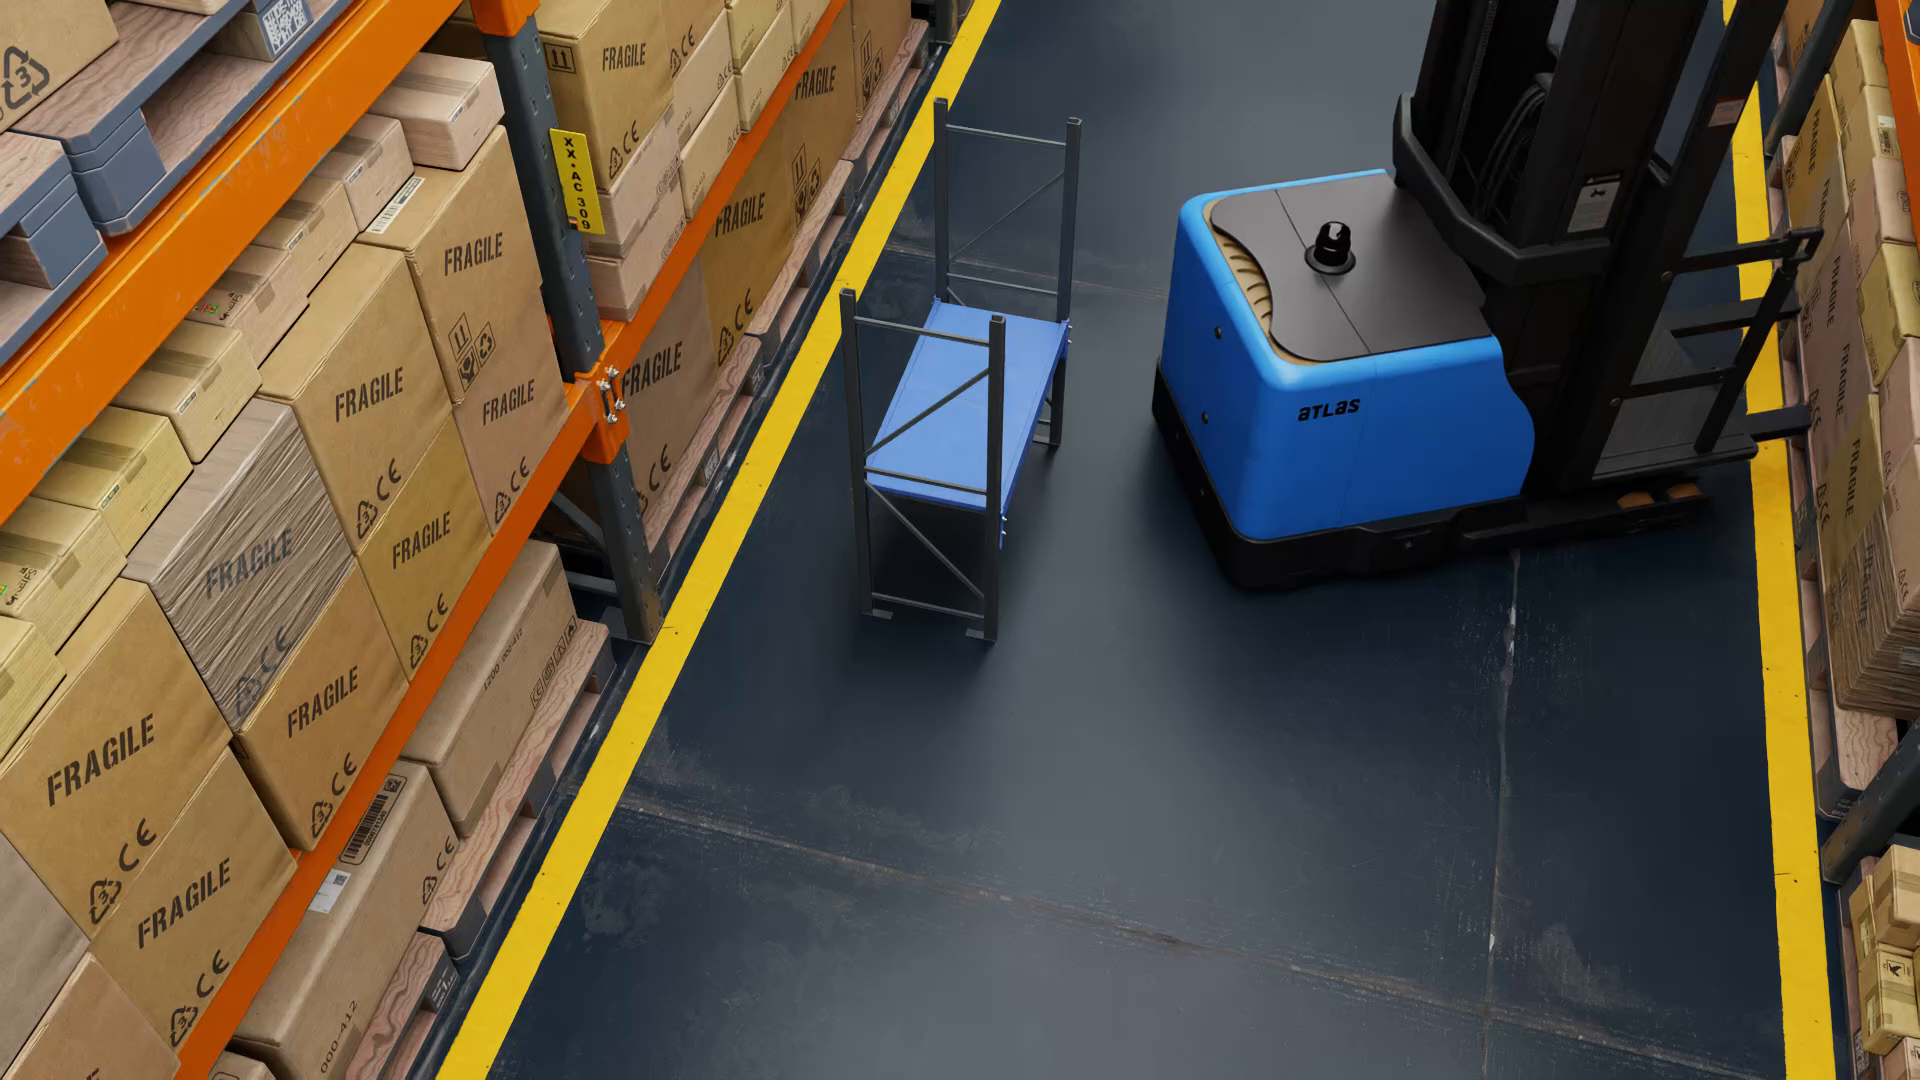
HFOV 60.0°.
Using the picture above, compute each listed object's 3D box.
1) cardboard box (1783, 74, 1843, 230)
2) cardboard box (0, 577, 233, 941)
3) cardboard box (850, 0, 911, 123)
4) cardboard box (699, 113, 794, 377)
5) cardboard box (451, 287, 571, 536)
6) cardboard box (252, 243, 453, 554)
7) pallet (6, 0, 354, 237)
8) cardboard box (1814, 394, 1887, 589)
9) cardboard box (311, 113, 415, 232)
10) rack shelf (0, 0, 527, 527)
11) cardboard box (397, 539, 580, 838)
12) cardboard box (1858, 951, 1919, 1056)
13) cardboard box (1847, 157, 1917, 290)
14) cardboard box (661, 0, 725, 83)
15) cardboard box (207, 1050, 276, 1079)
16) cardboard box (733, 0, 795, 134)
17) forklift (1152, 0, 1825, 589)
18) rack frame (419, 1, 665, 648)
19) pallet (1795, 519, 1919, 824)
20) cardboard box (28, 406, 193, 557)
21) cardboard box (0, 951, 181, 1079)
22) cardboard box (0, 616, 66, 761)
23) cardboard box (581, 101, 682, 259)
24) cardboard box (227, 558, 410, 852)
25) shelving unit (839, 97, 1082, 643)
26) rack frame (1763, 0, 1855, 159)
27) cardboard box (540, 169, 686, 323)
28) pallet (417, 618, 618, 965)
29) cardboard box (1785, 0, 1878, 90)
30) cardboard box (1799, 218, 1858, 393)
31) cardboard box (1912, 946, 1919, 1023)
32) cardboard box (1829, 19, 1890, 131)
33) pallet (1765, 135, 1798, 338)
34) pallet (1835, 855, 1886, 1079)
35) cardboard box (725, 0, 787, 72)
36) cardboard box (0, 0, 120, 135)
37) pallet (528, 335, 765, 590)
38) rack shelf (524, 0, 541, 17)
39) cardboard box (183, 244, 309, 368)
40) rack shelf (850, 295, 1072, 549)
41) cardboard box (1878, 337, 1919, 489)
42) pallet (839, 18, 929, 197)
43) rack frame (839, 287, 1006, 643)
[{"bbox_3d":[3.861,-1.594,7.043,0.500,0.500,0.500,10,49,8],"label":"cardboard box"},{"bbox_3d":[-1.826,0.374,3.185,0.500,0.500,0.500,12,50,10],"label":"cardboard box"},{"bbox_3d":[-0.771,-2.600,7.681,0.875,0.875,0.875,11,50,10],"label":"cardboard box"},{"bbox_3d":[-1.246,-1.309,6.542,0.875,0.875,0.875,13,50,11],"label":"cardboard box"},{"bbox_3d":[-1.438,-0.401,4.537,0.500,0.500,0.500,12,50,10],"label":"cardboard box"},{"bbox_3d":[-1.561,-0.357,3.830,0.500,0.500,0.500,11,49,9],"label":"cardboard box"},{"bbox_3d":[-1.788,-1.127,3.303,1.003,0.211,1.213,12,50,10],"label":"pallet"},{"bbox_3d":[3.327,-0.118,5.741,0.500,0.500,0.500,11,49,9],"label":"cardboard box"},{"bbox_3d":[-1.510,-0.878,3.858,0.380,0.149,0.250,13,50,11],"label":"cardboard box"},{"bbox_3d":[-2.088,-0.062,2.783,1.077,0.370,4.000,12,50,10],"label":"rack shelf"},{"bbox_3d":[-1.831,0.388,5.336,0.875,0.438,0.875,11,49,9],"label":"cardboard box"},{"bbox_3d":[2.764,1.347,4.682,0.380,0.149,0.250,13,50,11],"label":"cardboard box"},{"bbox_3d":[3.602,-1.130,6.134,0.500,0.250,0.500,12,50,10],"label":"cardboard box"},{"bbox_3d":[-1.062,-1.753,5.063,0.500,0.500,0.500,11,50,10],"label":"cardboard box"},{"bbox_3d":[-2.305,1.688,4.189,0.875,0.438,0.875,13,50,11],"label":"cardboard box"},{"bbox_3d":[-0.907,-1.713,5.861,0.500,0.250,0.500,11,50,10],"label":"cardboard box"},{"bbox_3d":[2.335,-1.374,5.508,3.031,2.935,1.130,-10,49,-9],"label":"forklift"},{"bbox_3d":[-1.562,-0.754,4.915,1.000,3.000,0.127,12,50,10],"label":"rack frame"},{"bbox_3d":[3.444,0.509,5.660,1.003,0.211,1.213,12,50,10],"label":"pallet"},{"bbox_3d":[-1.734,-0.135,3.202,0.380,0.149,0.250,11,49,9],"label":"cardboard box"},{"bbox_3d":[-1.954,1.080,3.229,0.500,0.500,0.500,11,50,10],"label":"cardboard box"},{"bbox_3d":[-1.806,0.245,2.867,0.380,0.149,0.250,10,49,9],"label":"cardboard box"},{"bbox_3d":[-1.174,-1.132,5.015,0.500,0.250,0.500,10,49,9],"label":"cardboard box"},{"bbox_3d":[-1.686,0.339,3.884,0.500,0.500,0.500,11,49,9],"label":"cardboard box"},{"bbox_3d":[0.022,-0.558,5.742,0.538,1.500,1.048,12,50,10],"label":"shelving unit"},{"bbox_3d":[4.293,-2.743,6.671,1.000,3.000,0.127,12,50,10],"label":"rack frame"},{"bbox_3d":[-1.192,-0.970,5.206,0.500,0.250,0.500,11,49,9],"label":"cardboard box"},{"bbox_3d":[-1.838,0.703,5.488,1.003,0.211,1.213,12,50,10],"label":"pallet"},{"bbox_3d":[4.540,-2.561,7.730,1.050,0.750,0.750,11,49,10],"label":"cardboard box"},{"bbox_3d":[3.601,-0.857,6.393,0.500,0.500,0.500,10,49,9],"label":"cardboard box"},{"bbox_3d":[2.856,1.256,4.564,0.380,0.149,0.250,12,50,10],"label":"cardboard box"},{"bbox_3d":[3.878,-1.852,6.771,0.500,0.250,0.500,10,49,8],"label":"cardboard box"},{"bbox_3d":[4.086,-1.256,7.218,1.003,0.211,1.213,12,50,10],"label":"pallet"},{"bbox_3d":[3.097,1.565,4.728,1.003,0.211,1.213,12,50,10],"label":"pallet"},{"bbox_3d":[-0.906,-1.875,5.671,0.500,0.250,0.500,12,50,11],"label":"cardboard box"},{"bbox_3d":[-1.886,-0.971,2.690,0.797,0.503,0.637,15,50,13],"label":"cardboard box"},{"bbox_3d":[-1.432,-0.404,6.466,1.003,0.211,1.213,12,50,10],"label":"pallet"},{"bbox_3d":[-1.036,-2.955,5.337,1.077,0.370,4.000,12,50,10],"label":"rack shelf"},{"bbox_3d":[-1.635,-0.512,3.535,0.380,0.149,0.250,11,50,10],"label":"cardboard box"},{"bbox_3d":[0.022,-0.439,5.877,0.538,0.185,1.000,12,50,10],"label":"rack shelf"},{"bbox_3d":[3.340,-0.368,5.461,0.500,0.250,0.500,14,50,12],"label":"cardboard box"},{"bbox_3d":[-0.789,-2.169,8.024,1.003,0.211,1.213,12,50,10],"label":"pallet"},{"bbox_3d":[-0.111,-0.190,5.418,0.500,1.500,0.032,12,50,10],"label":"rack frame"}]
